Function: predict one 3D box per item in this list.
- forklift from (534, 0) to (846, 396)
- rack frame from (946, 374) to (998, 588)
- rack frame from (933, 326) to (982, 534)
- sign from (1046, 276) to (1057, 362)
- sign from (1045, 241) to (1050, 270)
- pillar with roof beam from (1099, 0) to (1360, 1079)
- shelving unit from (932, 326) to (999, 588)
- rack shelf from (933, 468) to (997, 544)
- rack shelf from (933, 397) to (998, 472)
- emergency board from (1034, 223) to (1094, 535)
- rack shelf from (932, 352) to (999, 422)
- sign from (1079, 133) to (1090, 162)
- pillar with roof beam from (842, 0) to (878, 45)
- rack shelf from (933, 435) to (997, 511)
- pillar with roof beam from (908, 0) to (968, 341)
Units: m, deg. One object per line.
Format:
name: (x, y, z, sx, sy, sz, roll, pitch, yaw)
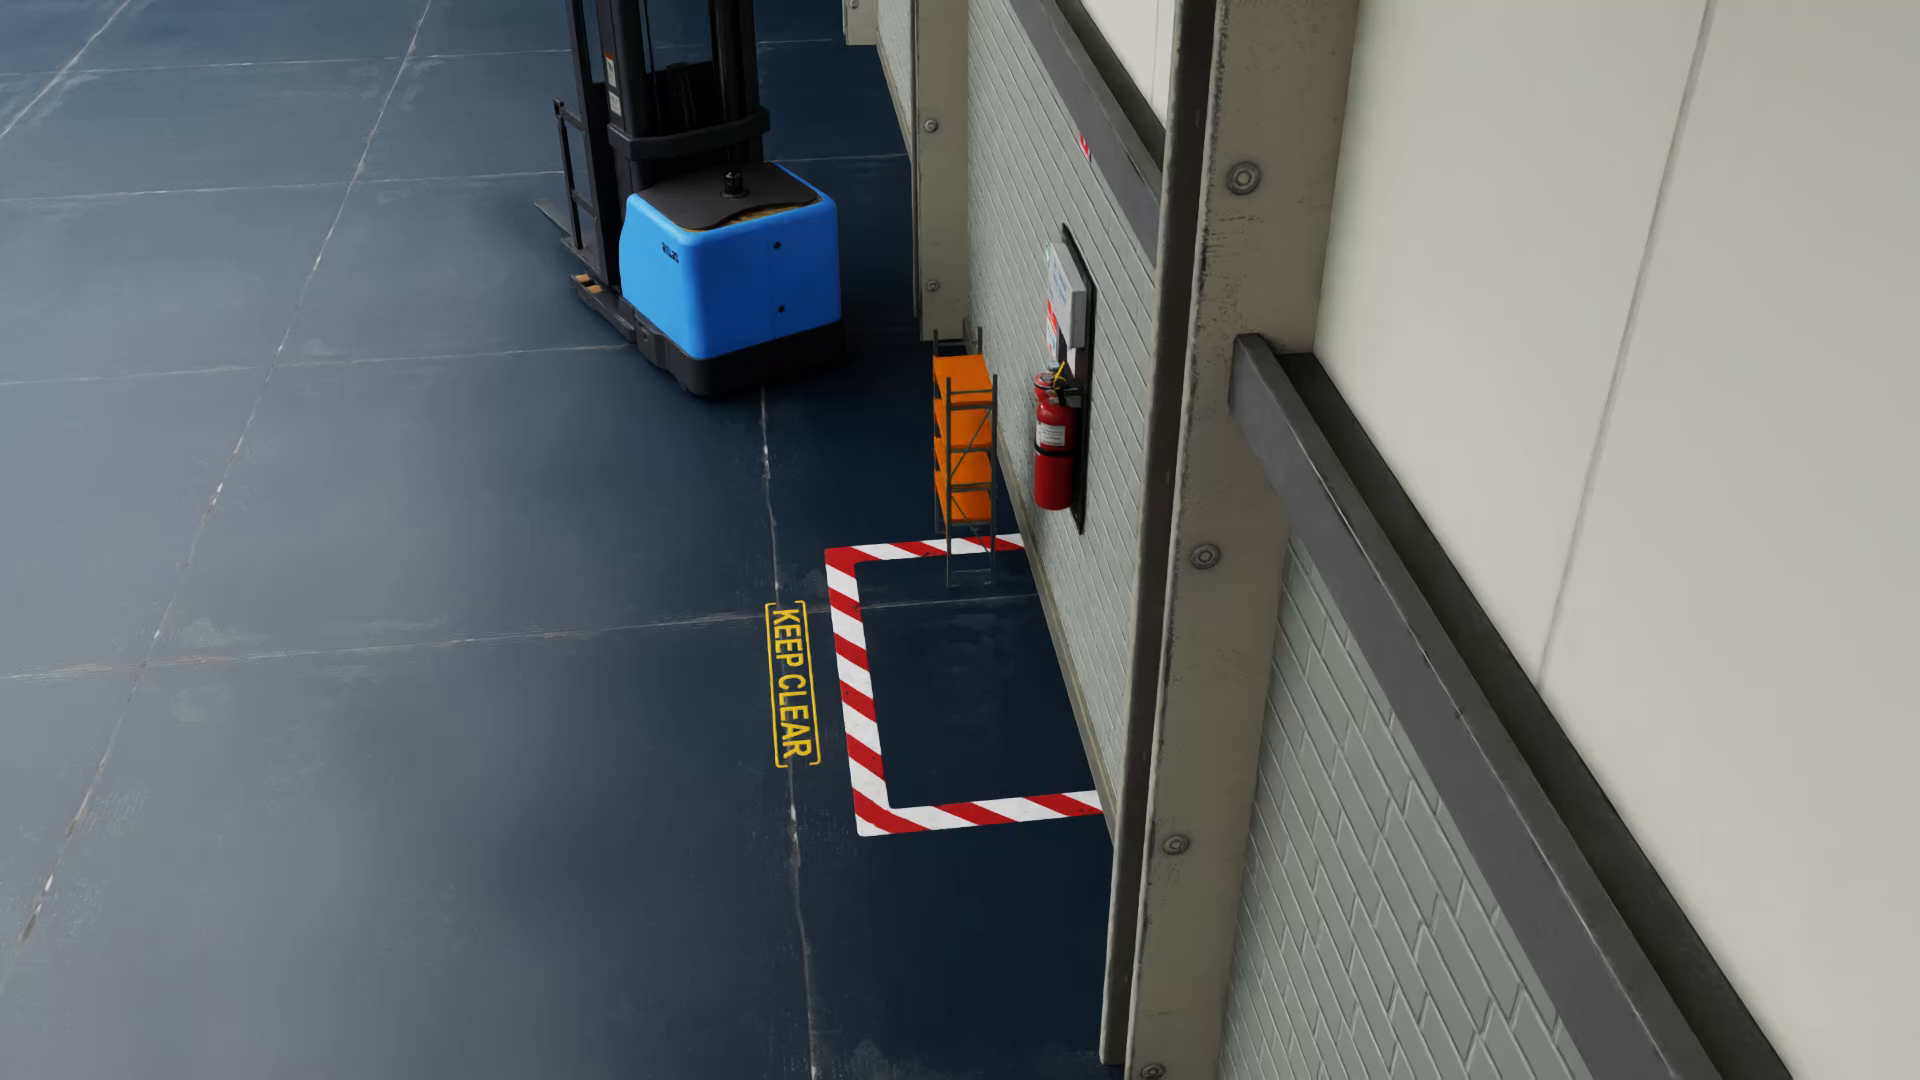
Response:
forklift: (-1.943, -2.859, 10.343, 1.130, 2.935, 3.031, -21, 39, -27)
rack frame: (0.055, -0.267, 8.077, 0.240, 1.200, 0.015, -4, 35, -6)
rack frame: (-0.011, -0.540, 8.476, 0.240, 1.200, 0.015, -4, 35, -6)
sign: (0.416, -0.997, 7.518, 0.001, 0.329, 0.234, -4, 35, -6)
sign: (0.407, -1.213, 7.364, 0.001, 0.109, 0.331, -4, 35, -6)
pillar with roof beam: (-3.583, -1.437, 2.869, 9.100, 9.000, 0.400, -4, 35, -6)
shelving unit: (0.022, -0.403, 8.277, 0.258, 1.200, 0.503, -4, 35, -6)
rack shelf: (0.022, -0.184, 8.426, 0.258, 0.148, 0.480, -4, 35, -6)
rack shelf: (0.022, -0.533, 8.189, 0.258, 0.148, 0.480, -4, 35, -6)
emergency board: (0.388, -0.666, 7.064, 0.194, 1.169, 0.643, -4, 35, -6)
rack shelf: (0.022, -0.728, 8.055, 0.258, 0.148, 0.480, -4, 35, -6)
sign: (0.485, -1.636, 6.429, 0.001, 0.298, 0.199, -4, 35, -6)
pillar with roof beam: (-5.197, -8.134, 12.695, 9.100, 9.000, 0.400, -4, 35, -6)
rack shelf: (0.022, -0.348, 8.314, 0.258, 0.148, 0.480, -4, 35, -6)
pillar with roof beam: (-4.390, -4.786, 7.782, 9.100, 9.000, 0.400, -4, 35, -6)
